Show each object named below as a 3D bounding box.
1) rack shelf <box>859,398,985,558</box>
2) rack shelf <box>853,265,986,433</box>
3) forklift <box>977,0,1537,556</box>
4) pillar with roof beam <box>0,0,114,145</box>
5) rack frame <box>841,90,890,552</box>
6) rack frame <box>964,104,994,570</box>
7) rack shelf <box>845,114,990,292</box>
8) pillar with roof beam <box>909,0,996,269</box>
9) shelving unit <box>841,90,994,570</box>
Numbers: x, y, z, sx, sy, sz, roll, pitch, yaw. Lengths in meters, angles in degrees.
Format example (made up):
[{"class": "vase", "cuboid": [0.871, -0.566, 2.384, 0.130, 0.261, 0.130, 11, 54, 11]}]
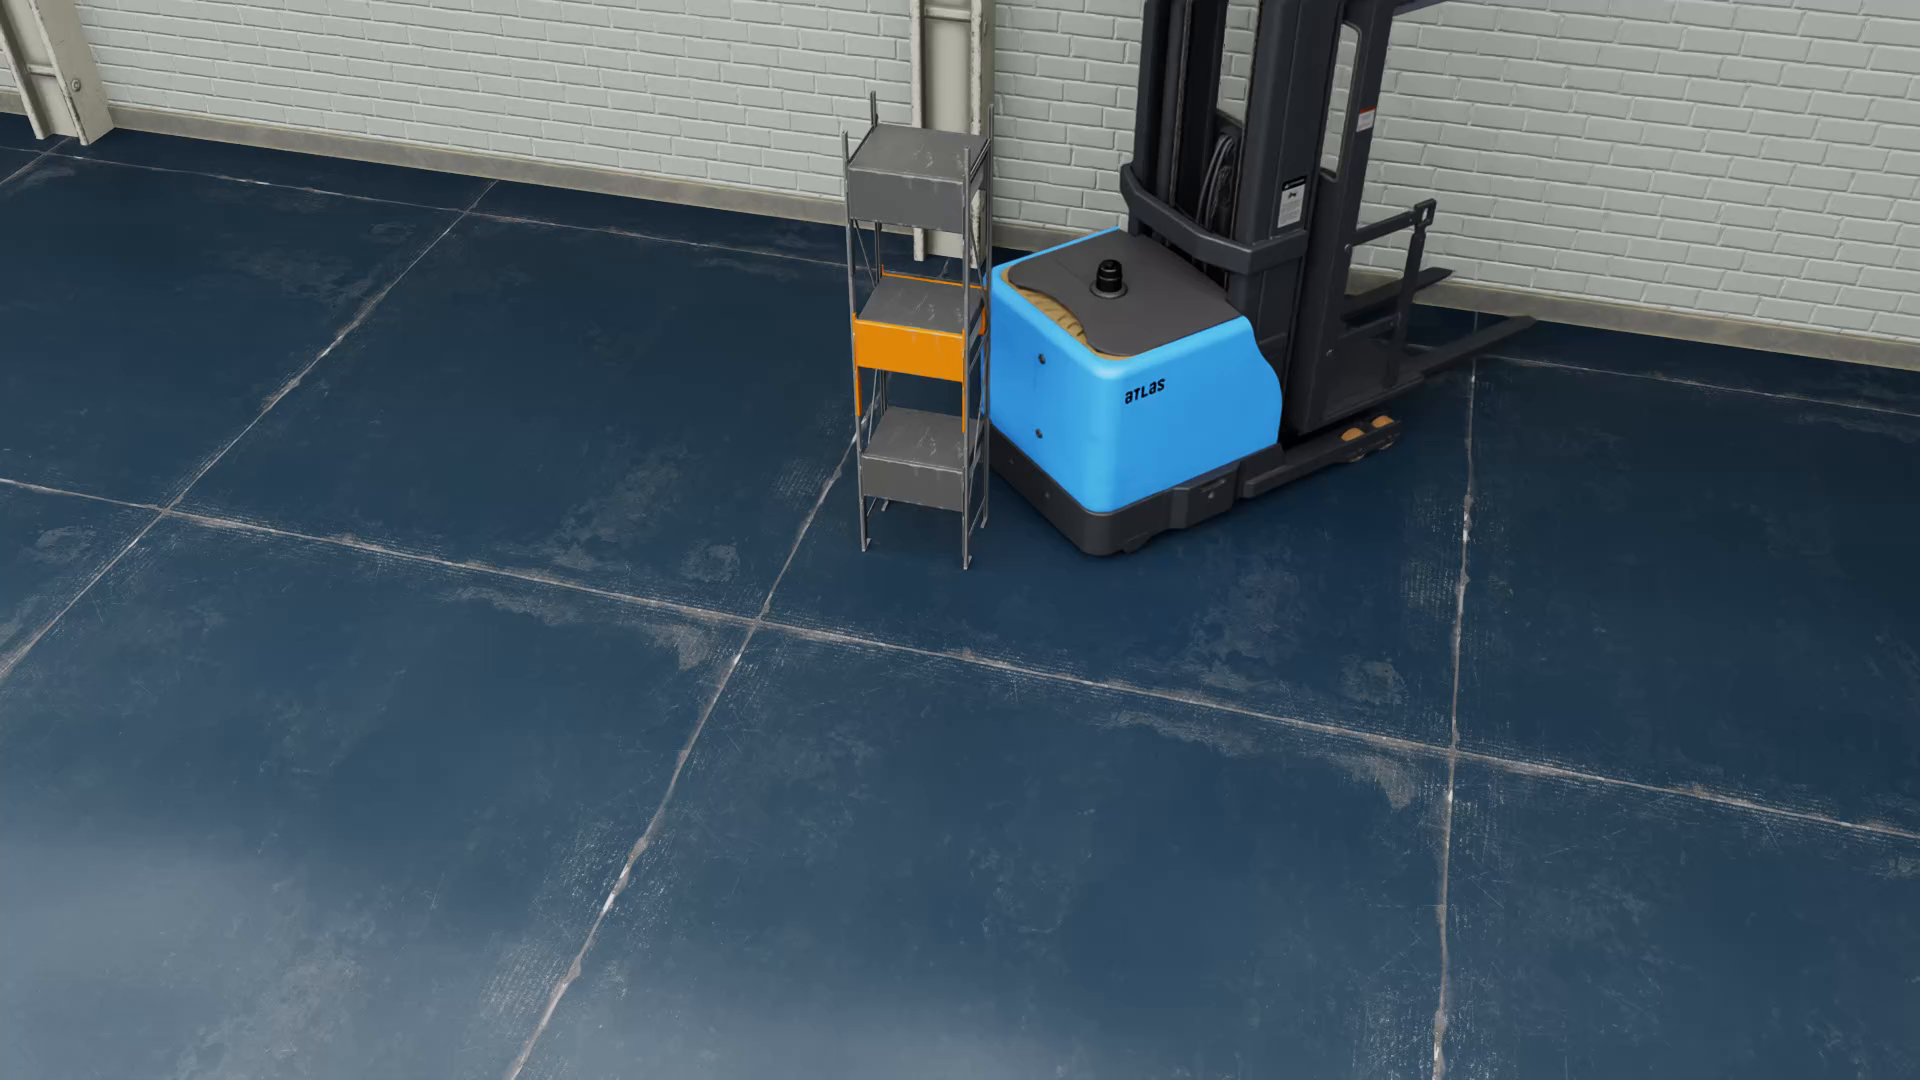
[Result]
[{"class": "rack shelf", "cuboid": [-0.160, -0.285, 7.591, 0.480, 0.518, 0.431, 10, 41, 11]}, {"class": "rack shelf", "cuboid": [-0.160, -0.821, 7.141, 0.480, 0.518, 0.431, 10, 41, 11]}, {"class": "forklift", "cuboid": [1.603, -1.775, 7.609, 3.031, 2.935, 1.130, -22, 45, -24]}, {"class": "pillar with roof beam", "cuboid": [-6.948, -3.470, 4.910, 0.400, 9.000, 9.100, 10, 41, 11]}, {"class": "rack frame", "cuboid": [-0.396, -0.872, 7.180, 0.015, 2.100, 0.400, 10, 41, 11]}, {"class": "rack frame", "cuboid": [0.076, -0.791, 7.084, 0.015, 2.100, 0.400, 10, 41, 11]}, {"class": "rack shelf", "cuboid": [-0.160, -1.357, 6.691, 0.480, 0.518, 0.431, 10, 41, 11]}, {"class": "pillar with roof beam", "cuboid": [-1.152, -2.473, 3.722, 0.400, 9.000, 9.100, 10, 41, 11]}, {"class": "shelving unit", "cuboid": [-0.160, -0.832, 7.132, 0.503, 2.100, 0.431, 10, 41, 11]}]
